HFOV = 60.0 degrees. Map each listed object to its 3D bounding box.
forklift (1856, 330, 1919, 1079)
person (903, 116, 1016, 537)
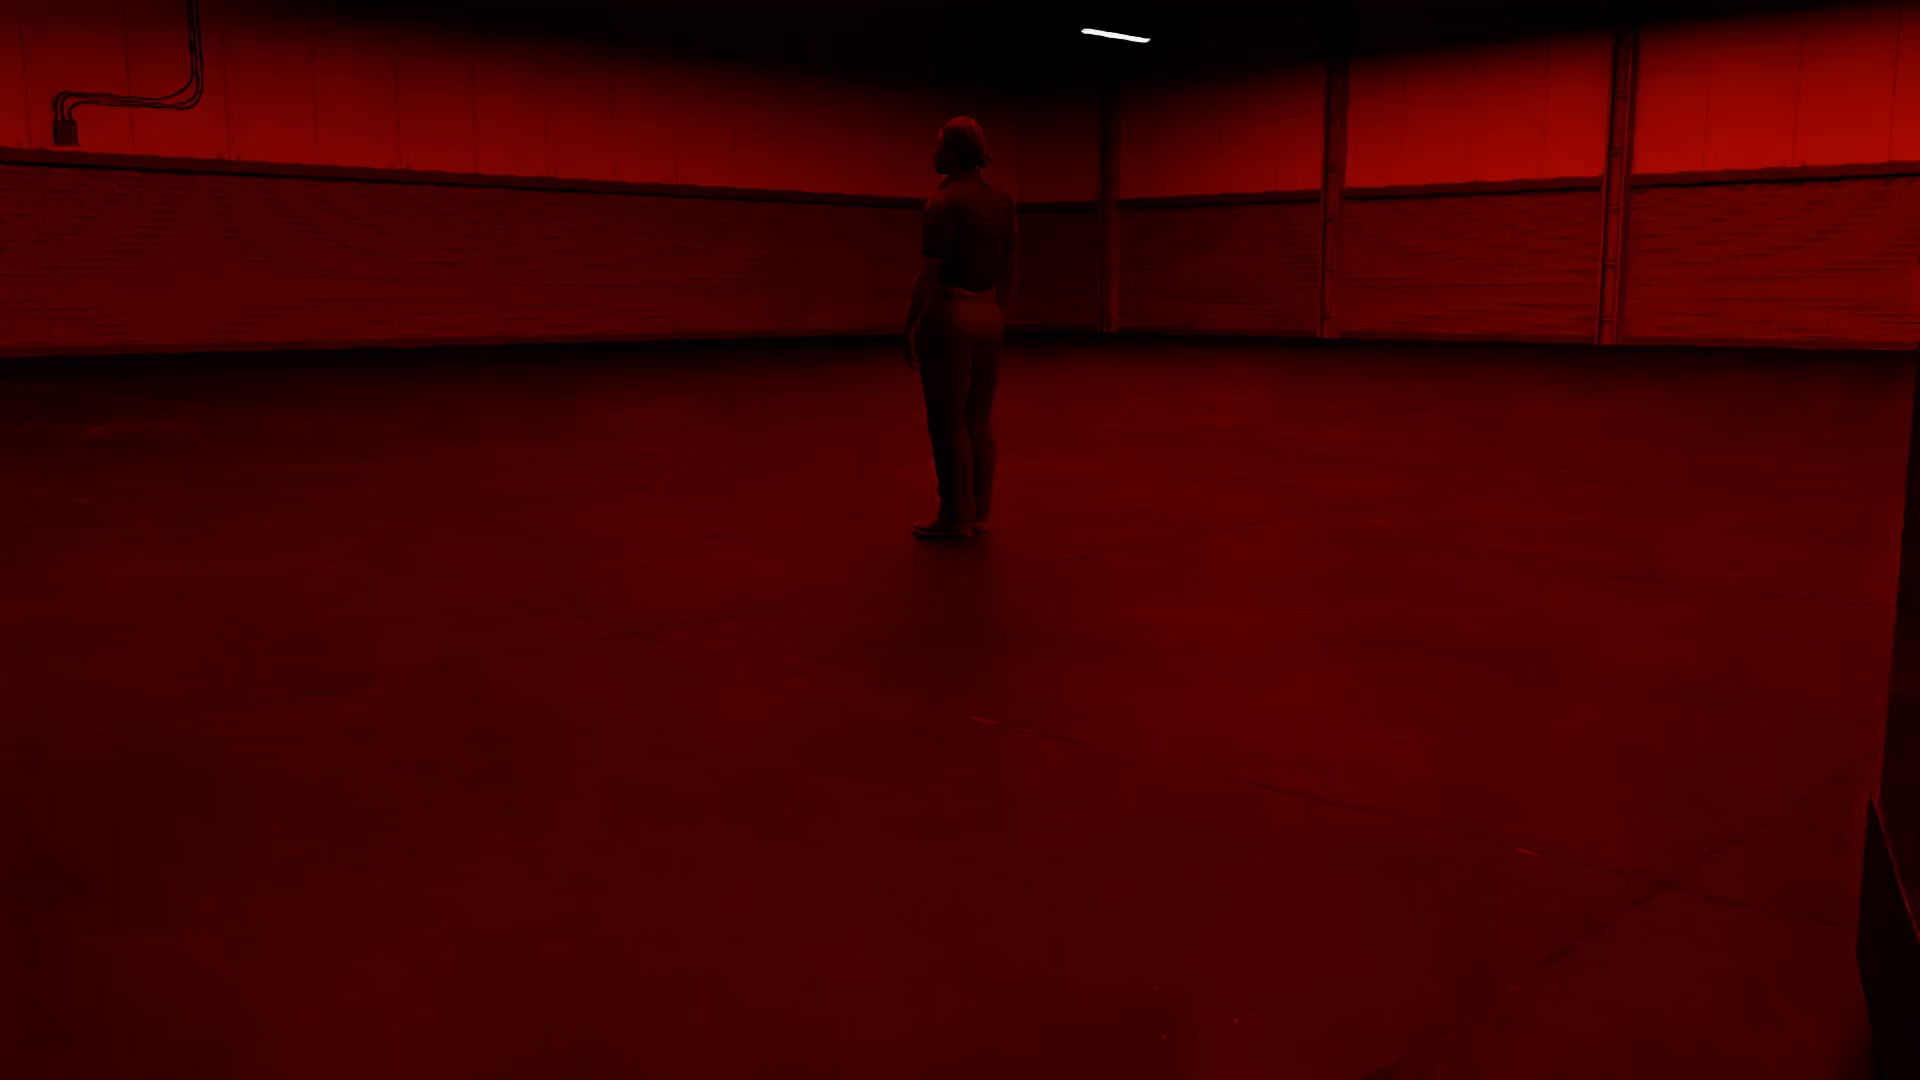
[{"bbox_3d":[2.473,-0.643,1.141,3.031,2.935,1.130,4,9,24],"label":"forklift"},{"bbox_3d":[-0.050,-0.836,6.667,0.503,1.654,0.570,8,12,43],"label":"person"}]
